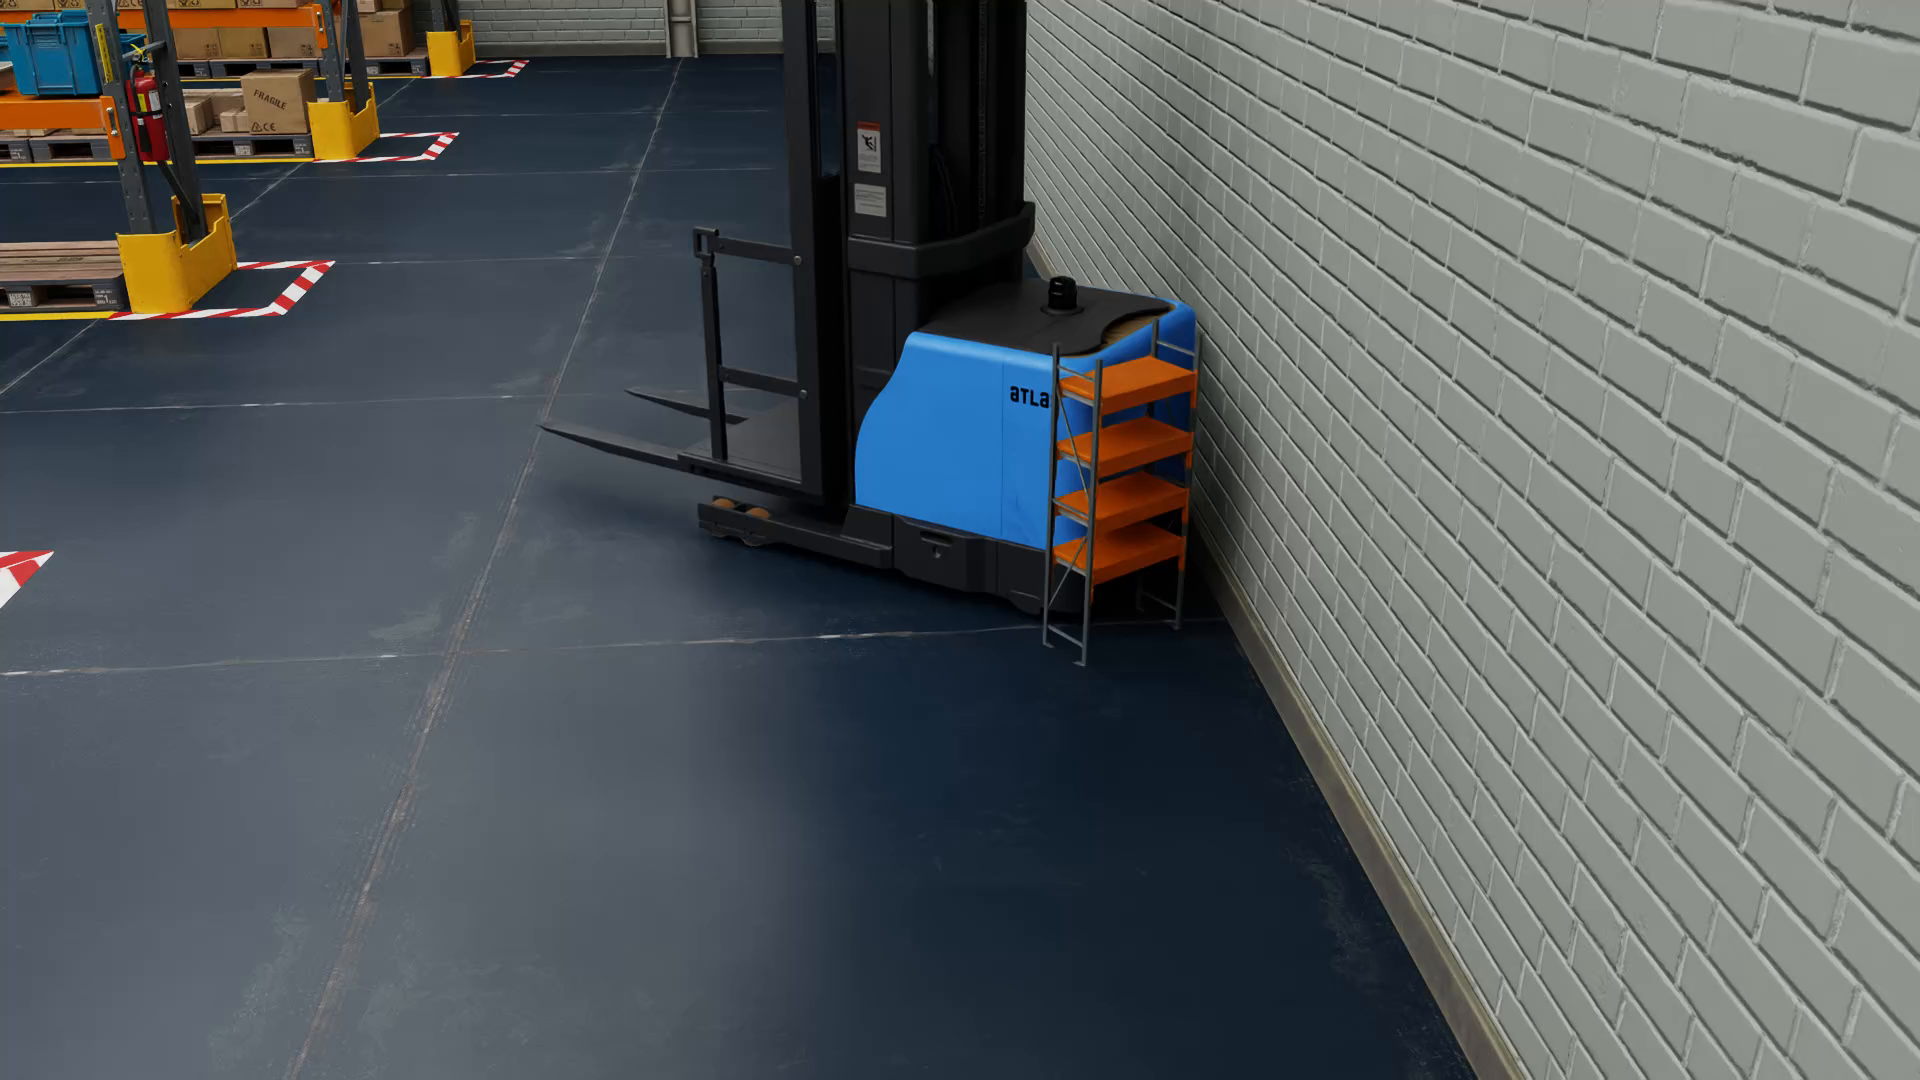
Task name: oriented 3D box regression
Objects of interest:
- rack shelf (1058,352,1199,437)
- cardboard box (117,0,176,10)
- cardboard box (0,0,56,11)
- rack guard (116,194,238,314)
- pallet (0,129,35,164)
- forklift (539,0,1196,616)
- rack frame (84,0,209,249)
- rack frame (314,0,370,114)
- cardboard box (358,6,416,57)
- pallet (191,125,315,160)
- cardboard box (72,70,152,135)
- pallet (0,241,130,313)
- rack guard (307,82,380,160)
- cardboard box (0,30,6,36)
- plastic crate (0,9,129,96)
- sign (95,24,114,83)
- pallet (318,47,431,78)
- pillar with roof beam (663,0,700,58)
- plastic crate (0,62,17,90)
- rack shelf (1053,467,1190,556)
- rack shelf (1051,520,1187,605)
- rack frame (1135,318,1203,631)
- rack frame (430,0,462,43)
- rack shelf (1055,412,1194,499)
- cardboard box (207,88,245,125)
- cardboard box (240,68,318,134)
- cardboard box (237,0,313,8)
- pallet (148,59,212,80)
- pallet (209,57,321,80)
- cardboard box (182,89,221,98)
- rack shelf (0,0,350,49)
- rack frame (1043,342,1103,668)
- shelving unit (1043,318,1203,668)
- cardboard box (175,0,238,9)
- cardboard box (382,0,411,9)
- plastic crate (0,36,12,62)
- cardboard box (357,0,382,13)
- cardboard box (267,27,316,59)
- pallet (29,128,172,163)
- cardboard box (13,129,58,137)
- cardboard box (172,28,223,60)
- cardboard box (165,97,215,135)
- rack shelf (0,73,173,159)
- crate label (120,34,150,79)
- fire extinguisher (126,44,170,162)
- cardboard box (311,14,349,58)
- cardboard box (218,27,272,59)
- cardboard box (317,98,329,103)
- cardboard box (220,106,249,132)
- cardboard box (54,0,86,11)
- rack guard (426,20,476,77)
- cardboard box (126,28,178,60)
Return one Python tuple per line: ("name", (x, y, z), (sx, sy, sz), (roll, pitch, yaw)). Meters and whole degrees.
("rack shelf", (0.598, -0.528, 5.988), (0.480, 0.148, 0.258), (-18, 31, -35))
("cardboard box", (-7.040, -4.903, 14.466), (0.500, 0.500, 0.500), (-2, 24, -5))
("cardboard box", (-8.047, -4.862, 14.373), (0.500, 0.500, 0.500), (-2, 24, -5))
("rack guard", (-5.102, -1.887, 10.880), (0.348, 0.500, 1.175), (-2, 24, -5))
("pallet", (-8.905, -3.618, 15.131), (1.213, 0.211, 1.003), (-2, 24, -5))
("forklift", (-0.547, -1.476, 6.962), (3.031, 2.935, 1.130), (14, 28, 29))
("rack frame", (-5.125, -3.023, 10.358), (0.127, 3.000, 1.000), (-2, 24, -5))
("rack frame", (-5.608, -5.025, 14.863), (0.127, 3.000, 1.000), (-2, 24, -5))
("cardboard box", (-6.785, -6.009, 19.636), (0.500, 0.500, 0.700), (-2, 24, -5))
("pallet", (-6.477, -3.716, 15.350), (1.213, 0.211, 1.003), (-2, 24, -5))
("cardboard box", (-7.719, -4.003, 15.095), (0.637, 0.503, 0.797), (-2, 24, -5))
("pallet", (-5.949, -1.732, 10.886), (1.213, 0.211, 1.003), (-2, 24, -5))
("rack guard", (-5.683, -3.880, 15.364), (0.348, 0.500, 1.175), (-2, 24, -5))
("cardboard box", (-10.713, -5.999, 19.183), (0.750, 0.750, 0.750), (-2, 24, -5))
("plastic crate", (-5.440, -2.978, 10.139), (0.499, 0.435, 0.616), (-2, 24, -5))
("sign", (-5.054, -2.876, 9.827), (0.005, 0.325, 0.100), (-2, 24, -5))
("pallet", (-6.886, -5.690, 19.791), (1.213, 0.211, 1.003), (-2, 24, -5))
("pillar with roof beam", (-3.073, -8.486, 15.263), (0.400, 9.000, 9.100), (-2, 24, -5))
("plastic crate", (-5.918, -2.824, 10.162), (0.243, 0.136, 0.396), (-2, 24, -5))
("rack shelf", (0.593, -0.110, 6.181), (0.480, 0.148, 0.258), (-18, 31, -35))
("rack shelf", (0.590, 0.070, 6.264), (0.480, 0.148, 0.258), (-18, 31, -35))
("rack frame", (0.784, -0.233, 6.291), (0.015, 1.200, 0.240), (-18, 31, -35))
("rack frame", (-6.098, -7.028, 19.368), (0.127, 3.000, 1.000), (-2, 24, -5))
("rack shelf", (0.595, -0.314, 6.087), (0.480, 0.148, 0.258), (-18, 31, -35))
("cardboard box", (-6.674, -4.043, 15.497), (0.500, 0.250, 0.500), (-2, 24, -5))
("cardboard box", (-6.125, -3.963, 15.009), (0.500, 0.500, 0.500), (-2, 24, -5))
("cardboard box", (-6.027, -4.943, 14.555), (0.500, 0.500, 0.500), (-2, 24, -4))
("pallet", (-9.315, -5.592, 19.572), (1.213, 0.211, 1.003), (-2, 24, -5))
("pallet", (-8.098, -5.642, 19.684), (1.213, 0.211, 1.003), (-2, 24, -5))
("cardboard box", (-7.172, -4.023, 15.452), (0.500, 0.250, 0.500), (-2, 24, -5))
("rack shelf", (-7.598, -4.617, 14.830), (4.000, 0.370, 1.077), (-2, 24, -5))
("rack frame", (0.402, -0.110, 6.014), (0.015, 1.200, 0.240), (-18, 31, -35))
("shelving unit", (0.593, -0.172, 6.153), (0.503, 1.200, 0.258), (-18, 31, -35))
("cardboard box", (-6.543, -4.921, 14.505), (0.500, 0.500, 0.500), (-2, 24, -5))
("cardboard box", (-6.680, -6.391, 19.698), (0.250, 0.149, 0.380), (-2, 24, -5))
("plastic crate", (-6.058, -3.071, 10.598), (0.300, 0.233, 0.416), (-2, 24, -5))
("cardboard box", (-6.895, -6.226, 19.327), (0.250, 0.149, 0.380), (-3, 24, -6))
("cardboard box", (-7.784, -5.968, 19.546), (0.500, 0.500, 0.700), (-3, 24, -7))
("pallet", (-7.688, -3.668, 15.244), (1.213, 0.211, 1.003), (-2, 24, -5))
("cardboard box", (-8.290, -3.740, 14.918), (0.250, 0.166, 0.380), (-2, 24, -5))
("cardboard box", (-8.825, -5.925, 19.447), (0.500, 0.500, 0.700), (-3, 24, -6))
("cardboard box", (-7.073, -3.823, 15.002), (0.500, 0.250, 0.500), (-2, 24, -5))
("rack shelf", (-7.115, -2.615, 10.325), (4.000, 0.370, 1.077), (-2, 24, -5))
("crate label", (-5.403, -3.097, 10.658), (0.303, 0.233, 0.416), (-2, 24, -5))
("fire extinguisher", (-4.930, -2.640, 10.050), (0.183, 0.674, 0.296), (-2, 24, -5))
("cardboard box", (-7.283, -5.989, 19.591), (0.500, 0.500, 0.700), (-2, 24, -5))
("cardboard box", (-8.314, -5.944, 19.491), (0.500, 0.500, 0.700), (-2, 24, -4))
("cardboard box", (-6.058, -4.046, 15.628), (0.250, 0.149, 0.380), (-2, 24, -5))
("cardboard box", (-6.537, -3.831, 15.122), (0.250, 0.166, 0.380), (-2, 24, -5))
("cardboard box", (-7.541, -4.883, 14.421), (0.500, 0.500, 0.500), (-3, 24, -6))
("rack guard", (-6.075, -5.886, 19.878), (0.348, 0.500, 1.175), (-2, 24, -5))
("cardboard box", (-9.325, -5.906, 19.405), (0.500, 0.500, 0.700), (-2, 24, -4))
